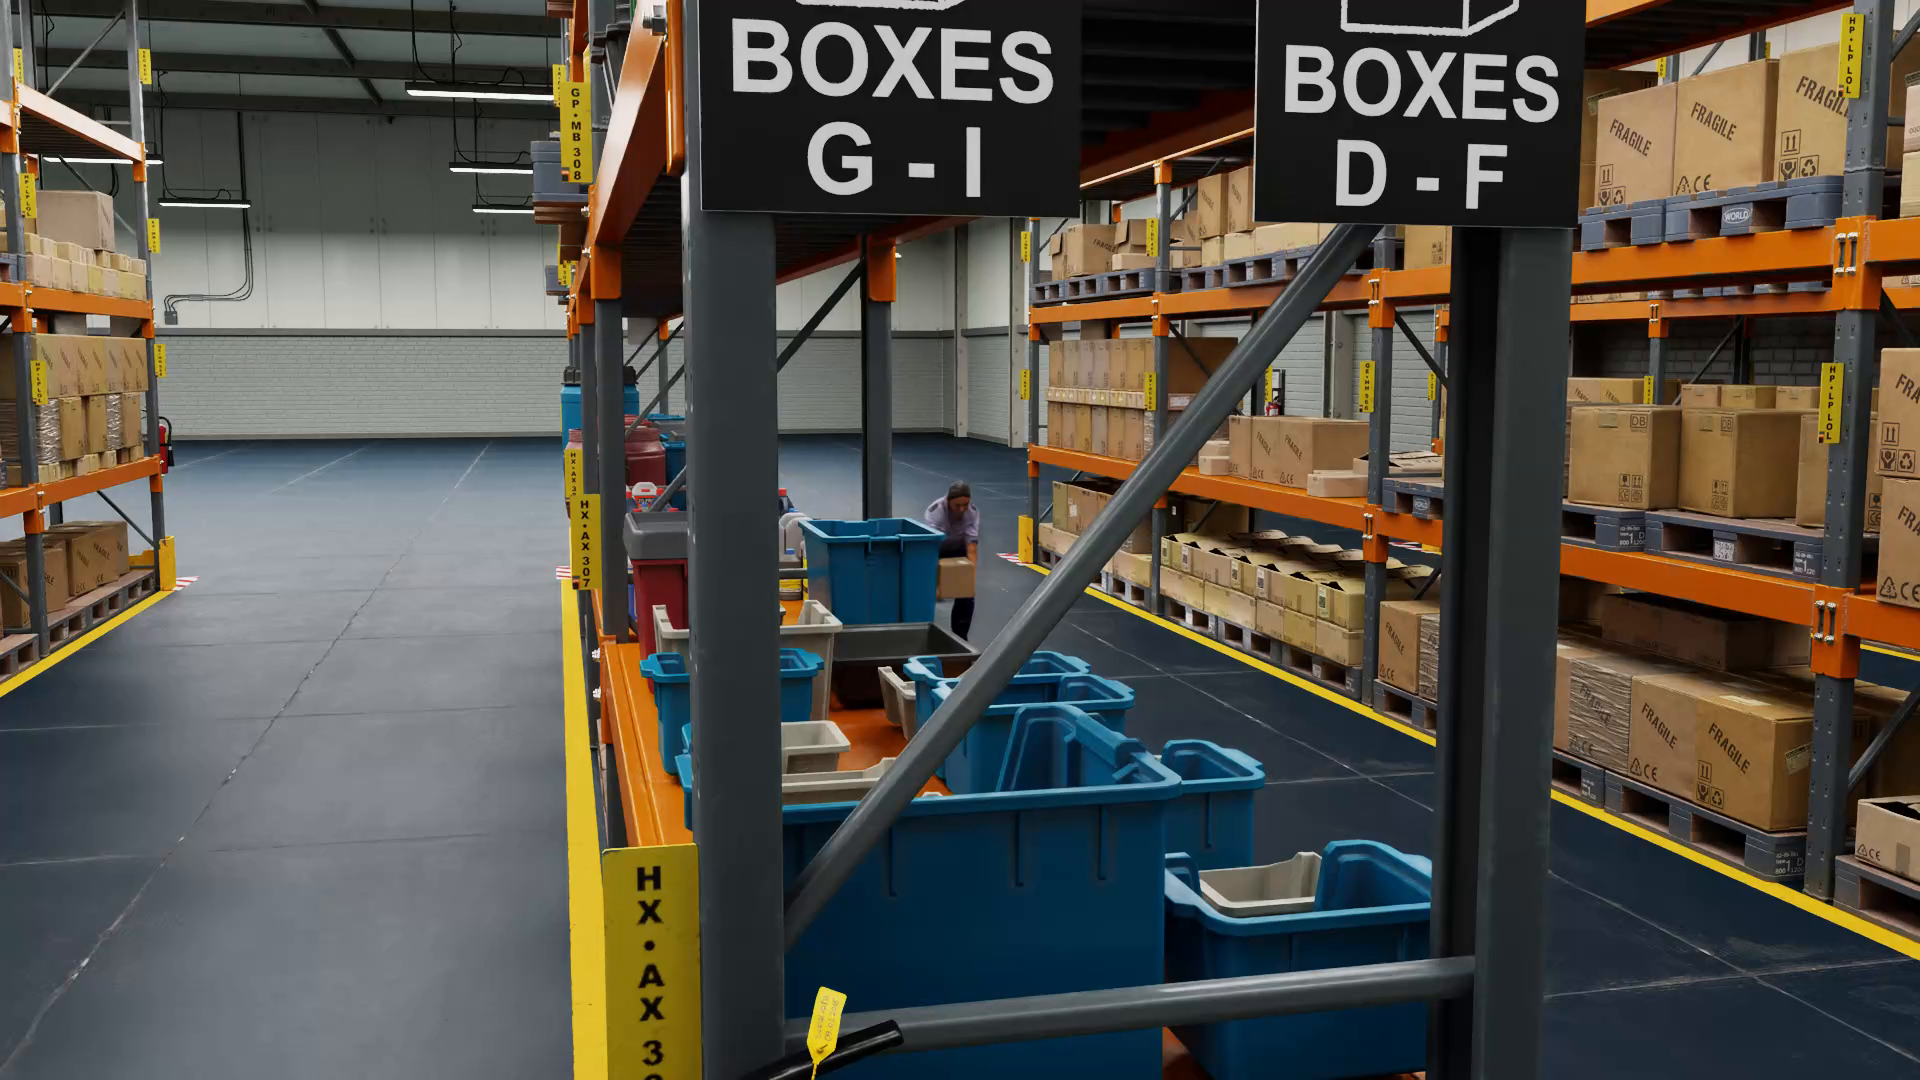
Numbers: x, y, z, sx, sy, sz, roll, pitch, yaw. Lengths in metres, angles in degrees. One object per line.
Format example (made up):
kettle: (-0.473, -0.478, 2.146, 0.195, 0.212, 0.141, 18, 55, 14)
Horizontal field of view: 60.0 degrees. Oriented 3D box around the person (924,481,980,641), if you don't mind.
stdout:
person: (-0.096, 0.241, 12.253, 0.459, 1.393, 0.766, -2, 6, -15)
